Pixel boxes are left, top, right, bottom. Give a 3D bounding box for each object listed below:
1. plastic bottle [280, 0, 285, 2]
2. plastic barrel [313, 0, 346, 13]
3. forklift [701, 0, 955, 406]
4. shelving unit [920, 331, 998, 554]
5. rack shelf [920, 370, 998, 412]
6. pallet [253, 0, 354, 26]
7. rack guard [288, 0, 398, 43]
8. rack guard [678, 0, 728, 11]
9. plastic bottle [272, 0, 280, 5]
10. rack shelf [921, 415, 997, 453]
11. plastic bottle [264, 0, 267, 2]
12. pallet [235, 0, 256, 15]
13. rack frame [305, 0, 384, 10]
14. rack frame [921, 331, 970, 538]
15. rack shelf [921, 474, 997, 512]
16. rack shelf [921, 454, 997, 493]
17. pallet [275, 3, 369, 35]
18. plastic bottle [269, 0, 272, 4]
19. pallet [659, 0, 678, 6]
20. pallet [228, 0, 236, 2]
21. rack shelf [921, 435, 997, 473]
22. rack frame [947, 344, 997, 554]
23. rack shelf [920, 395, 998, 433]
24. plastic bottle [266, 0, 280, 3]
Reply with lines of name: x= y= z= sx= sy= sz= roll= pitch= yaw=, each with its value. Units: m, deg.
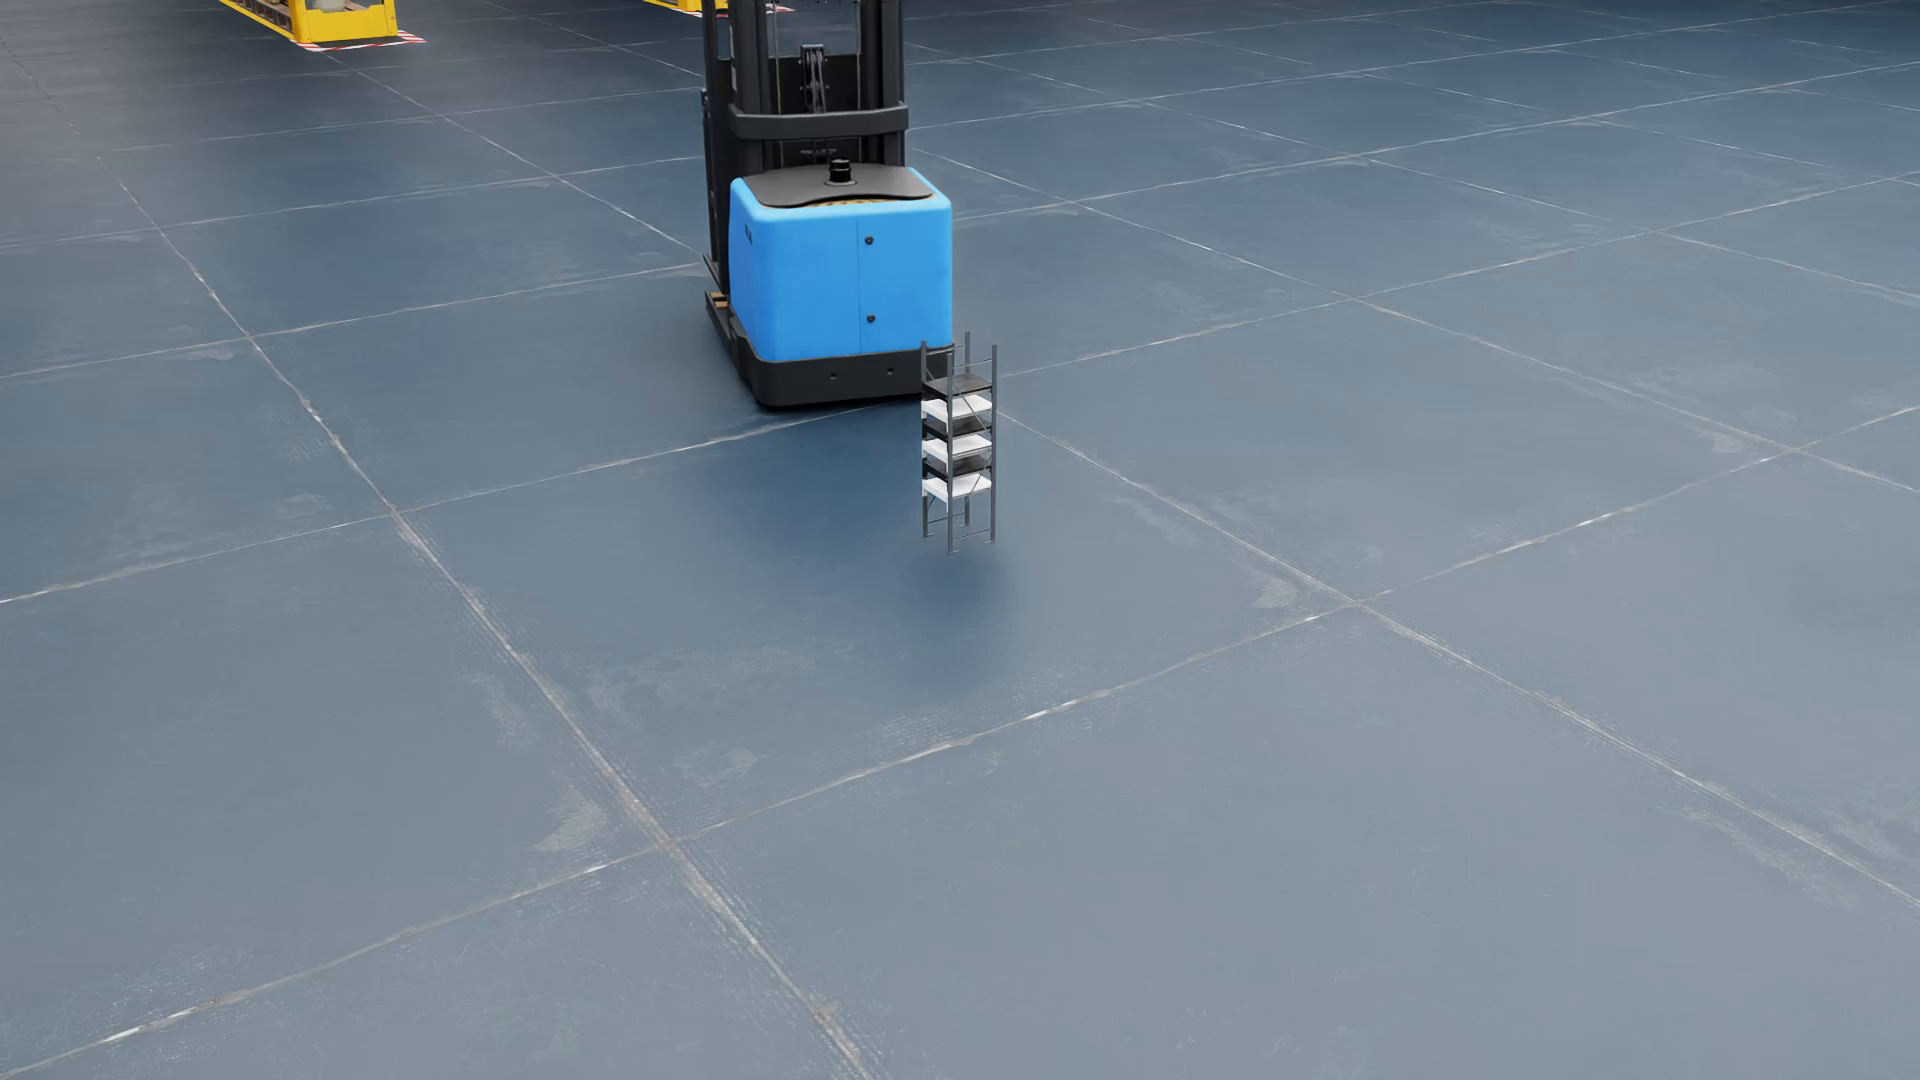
plastic bottle: x=-8.743 y=-7.076 z=21.392 sx=0.061 sy=0.283 sz=0.133 roll=-16 pitch=29 yaw=-30
plastic barrel: x=-7.771 y=-6.711 z=20.376 sx=0.421 sy=0.512 sz=0.421 roll=0 pitch=25 yaw=0
forklift: x=-0.915 y=-2.618 z=9.363 sx=1.130 sy=2.935 sz=3.031 roll=-7 pitch=26 yaw=-14
shelving unit: x=-0.004 y=-0.410 z=7.064 sx=0.258 sy=0.900 sz=0.210 roll=-16 pitch=29 yaw=-30
rack shelf: x=-0.004 y=-0.624 z=6.963 sx=0.258 sy=0.077 sz=0.200 roll=-16 pitch=29 yaw=-30
pallet: x=-8.530 y=-6.912 z=21.644 sx=1.003 sy=0.211 sz=1.213 roll=-16 pitch=29 yaw=-30
rack guard: x=-7.429 y=-6.315 z=20.041 sx=1.175 sy=0.500 sz=0.348 roll=-16 pitch=29 yaw=-30
rack guard: x=-3.239 y=-7.480 z=22.509 sx=1.175 sy=0.500 sz=0.348 roll=-16 pitch=29 yaw=-30
plastic bottle: x=-8.718 y=-6.917 z=21.152 sx=0.097 sy=0.201 sz=0.097 roll=0 pitch=25 yaw=0
rack shelf: x=-0.004 y=-0.461 z=7.040 sx=0.258 sy=0.077 sz=0.200 roll=-16 pitch=29 yaw=-30
plastic bottle: x=-8.908 y=-7.097 z=21.445 sx=0.152 sy=0.276 sz=0.135 roll=-16 pitch=30 yaw=-31
pallet: x=-9.200 y=-7.349 z=22.570 sx=1.003 sy=0.211 sz=1.213 roll=-16 pitch=29 yaw=-30
rack frame: x=-7.348 y=-7.429 z=19.473 sx=1.000 sy=3.000 sz=0.127 roll=-16 pitch=29 yaw=-30
rack frame: x=-0.060 y=-0.446 z=7.141 sx=0.240 sy=0.900 sz=0.006 roll=-16 pitch=29 yaw=-30
rack shelf: x=-0.004 y=-0.217 z=7.155 sx=0.258 sy=0.077 sz=0.200 roll=-16 pitch=29 yaw=-30
rack shelf: x=-0.004 y=-0.298 z=7.117 sx=0.258 sy=0.077 sz=0.200 roll=-16 pitch=29 yaw=-30
pallet: x=-7.868 y=-6.476 z=20.721 sx=1.003 sy=0.211 sz=1.213 roll=-16 pitch=29 yaw=-30
plastic bottle: x=-8.797 y=-6.992 z=21.214 sx=0.061 sy=0.283 sz=0.133 roll=-15 pitch=29 yaw=-28
pallet: x=-3.653 y=-7.648 z=23.204 sx=1.003 sy=0.211 sz=1.213 roll=-16 pitch=29 yaw=-30
pallet: x=-9.993 y=-7.871 z=23.675 sx=1.003 sy=0.211 sz=1.213 roll=-16 pitch=29 yaw=-30
rack shelf: x=-0.004 y=-0.380 z=7.078 sx=0.258 sy=0.077 sz=0.200 roll=-16 pitch=29 yaw=-30
rack frame: x=0.051 y=-0.373 z=6.987 sx=0.240 sy=0.900 sz=0.006 roll=-16 pitch=29 yaw=-30
rack shelf: x=-0.004 y=-0.542 z=7.001 sx=0.258 sy=0.077 sz=0.200 roll=-16 pitch=29 yaw=-30
plastic bottle: x=-8.832 y=-7.048 z=21.340 sx=0.152 sy=0.276 sz=0.135 roll=-15 pitch=29 yaw=-29
